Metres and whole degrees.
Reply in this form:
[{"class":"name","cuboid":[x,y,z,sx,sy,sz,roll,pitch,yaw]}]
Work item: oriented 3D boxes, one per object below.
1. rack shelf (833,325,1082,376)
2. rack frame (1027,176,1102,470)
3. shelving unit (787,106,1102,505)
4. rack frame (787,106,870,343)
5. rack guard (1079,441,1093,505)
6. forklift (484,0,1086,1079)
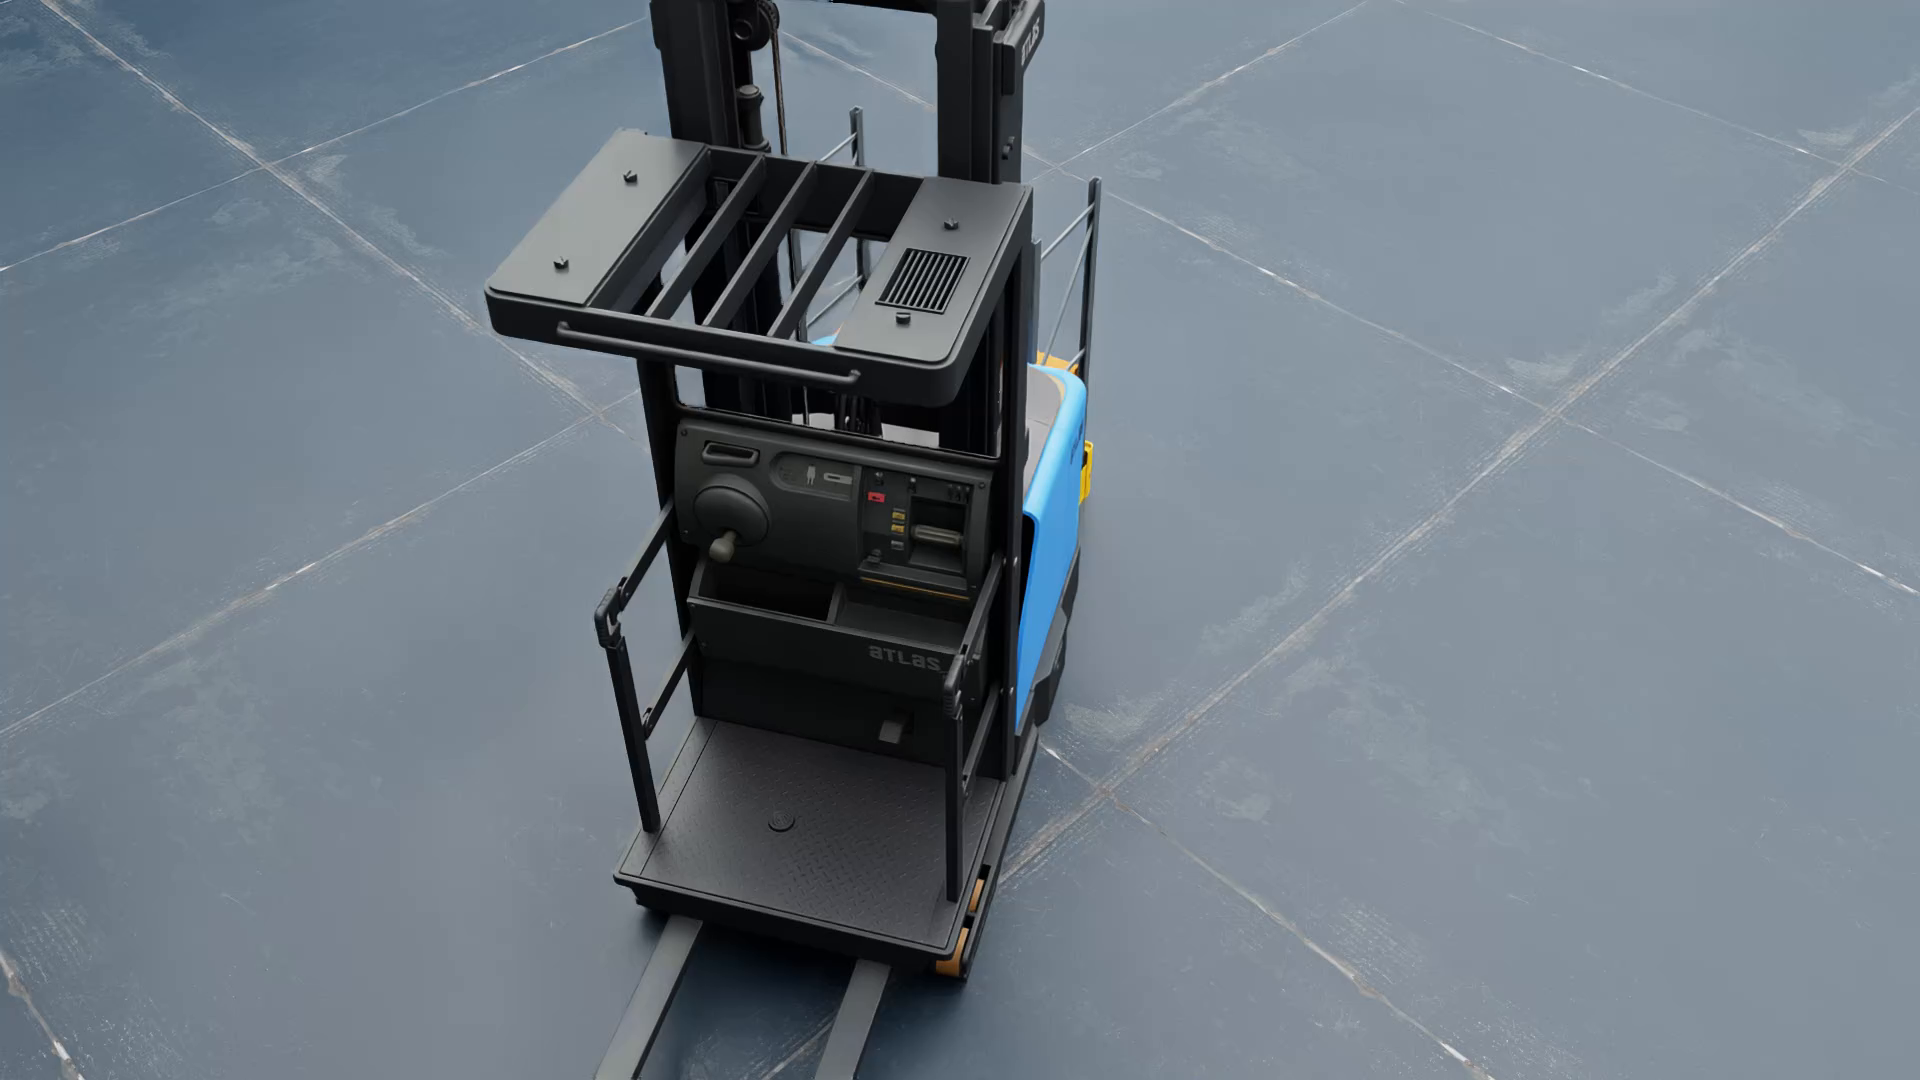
[{"class":"rack shelf","cuboid":[-0.070,-0.644,6.606,1.000,0.185,0.538,22,47,22]},{"class":"rack frame","cuboid":[0.369,-0.602,6.296,0.032,1.500,0.500,22,47,22]},{"class":"shelving unit","cuboid":[-0.062,-0.773,6.481,1.083,1.500,0.587,22,47,22]},{"class":"rack frame","cuboid":[-0.509,-0.950,6.673,0.032,1.500,0.500,22,47,22]},{"class":"rack guard","cuboid":[0.368,-0.143,6.721,0.087,0.250,0.587,22,47,22]},{"class":"forklift","cuboid":[-0.425,0.004,4.587,1.130,2.935,3.031,10,44,11]}]
